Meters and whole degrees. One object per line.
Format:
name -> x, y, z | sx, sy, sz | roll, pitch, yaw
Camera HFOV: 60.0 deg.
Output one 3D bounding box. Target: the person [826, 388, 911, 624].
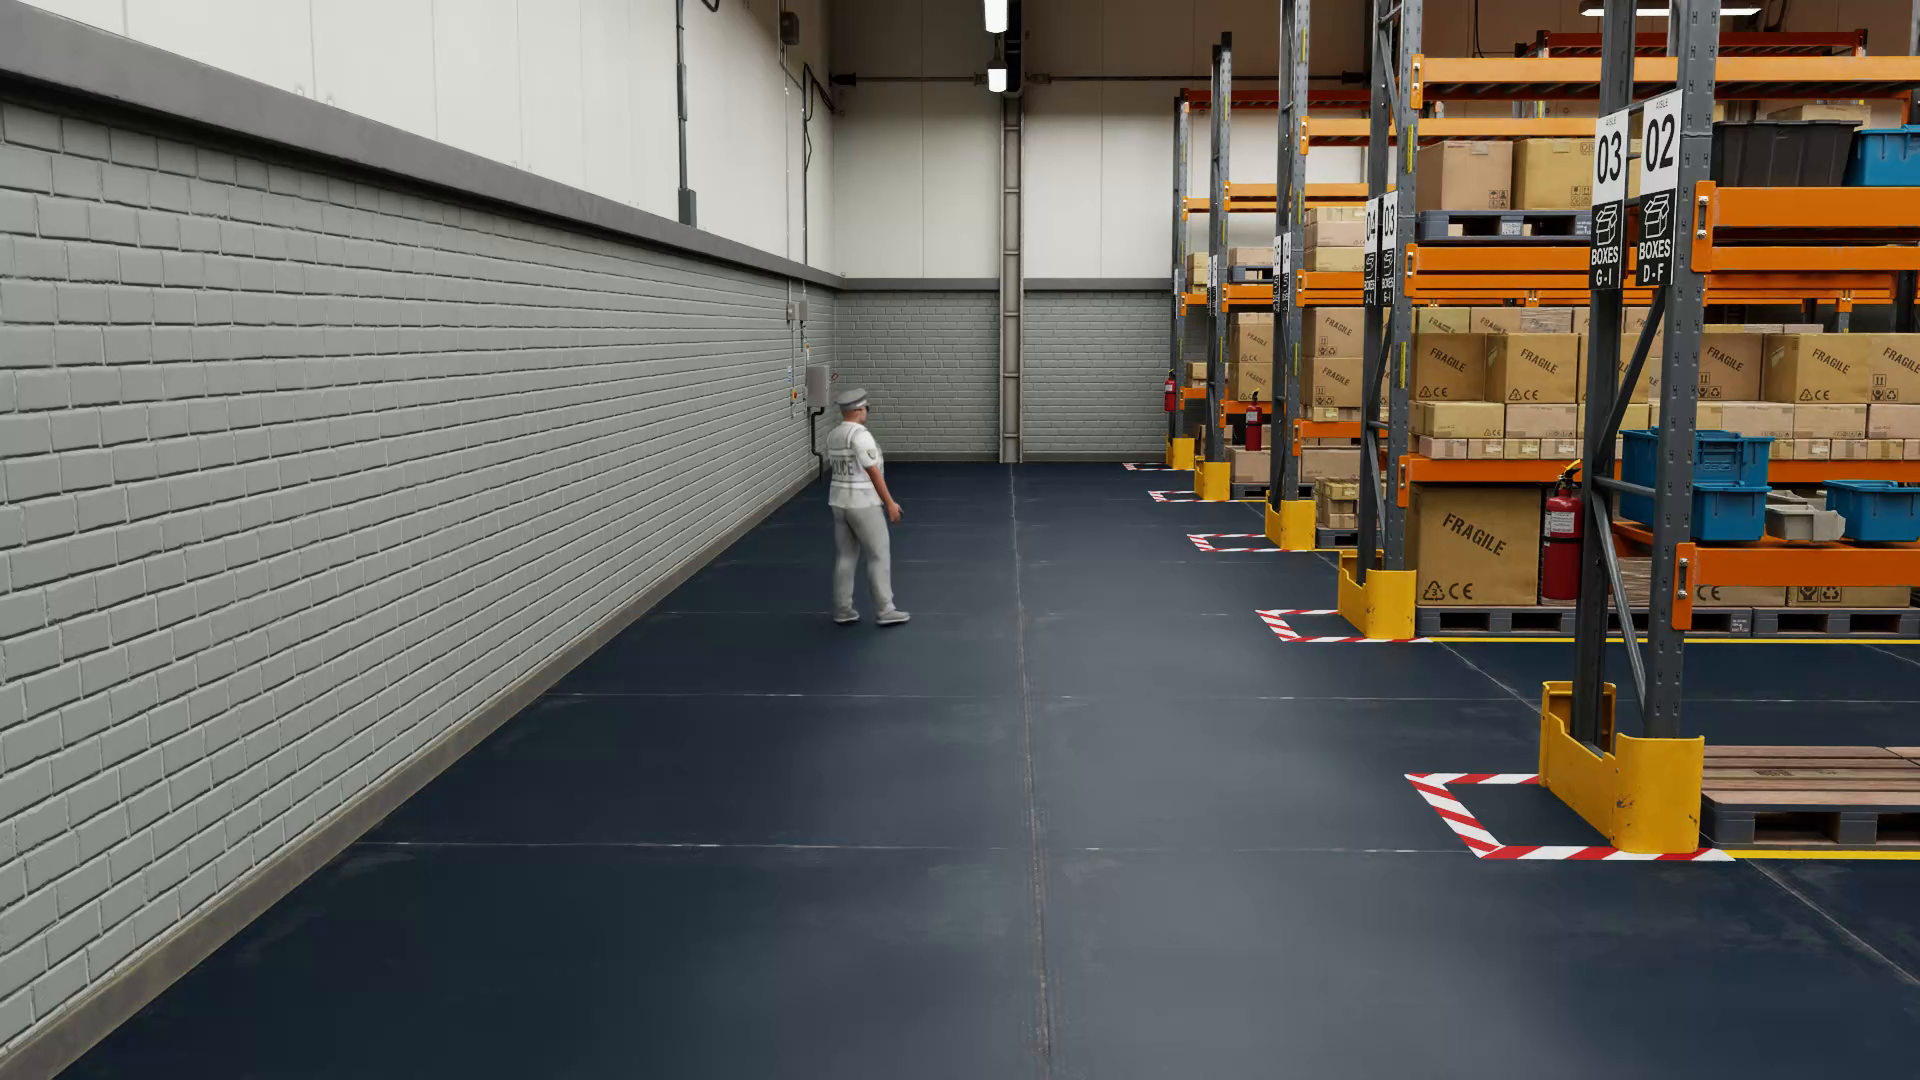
person -> -0.704, -0.259, 12.579 | 0.551, 1.778, 0.576 | -6, 9, -39
